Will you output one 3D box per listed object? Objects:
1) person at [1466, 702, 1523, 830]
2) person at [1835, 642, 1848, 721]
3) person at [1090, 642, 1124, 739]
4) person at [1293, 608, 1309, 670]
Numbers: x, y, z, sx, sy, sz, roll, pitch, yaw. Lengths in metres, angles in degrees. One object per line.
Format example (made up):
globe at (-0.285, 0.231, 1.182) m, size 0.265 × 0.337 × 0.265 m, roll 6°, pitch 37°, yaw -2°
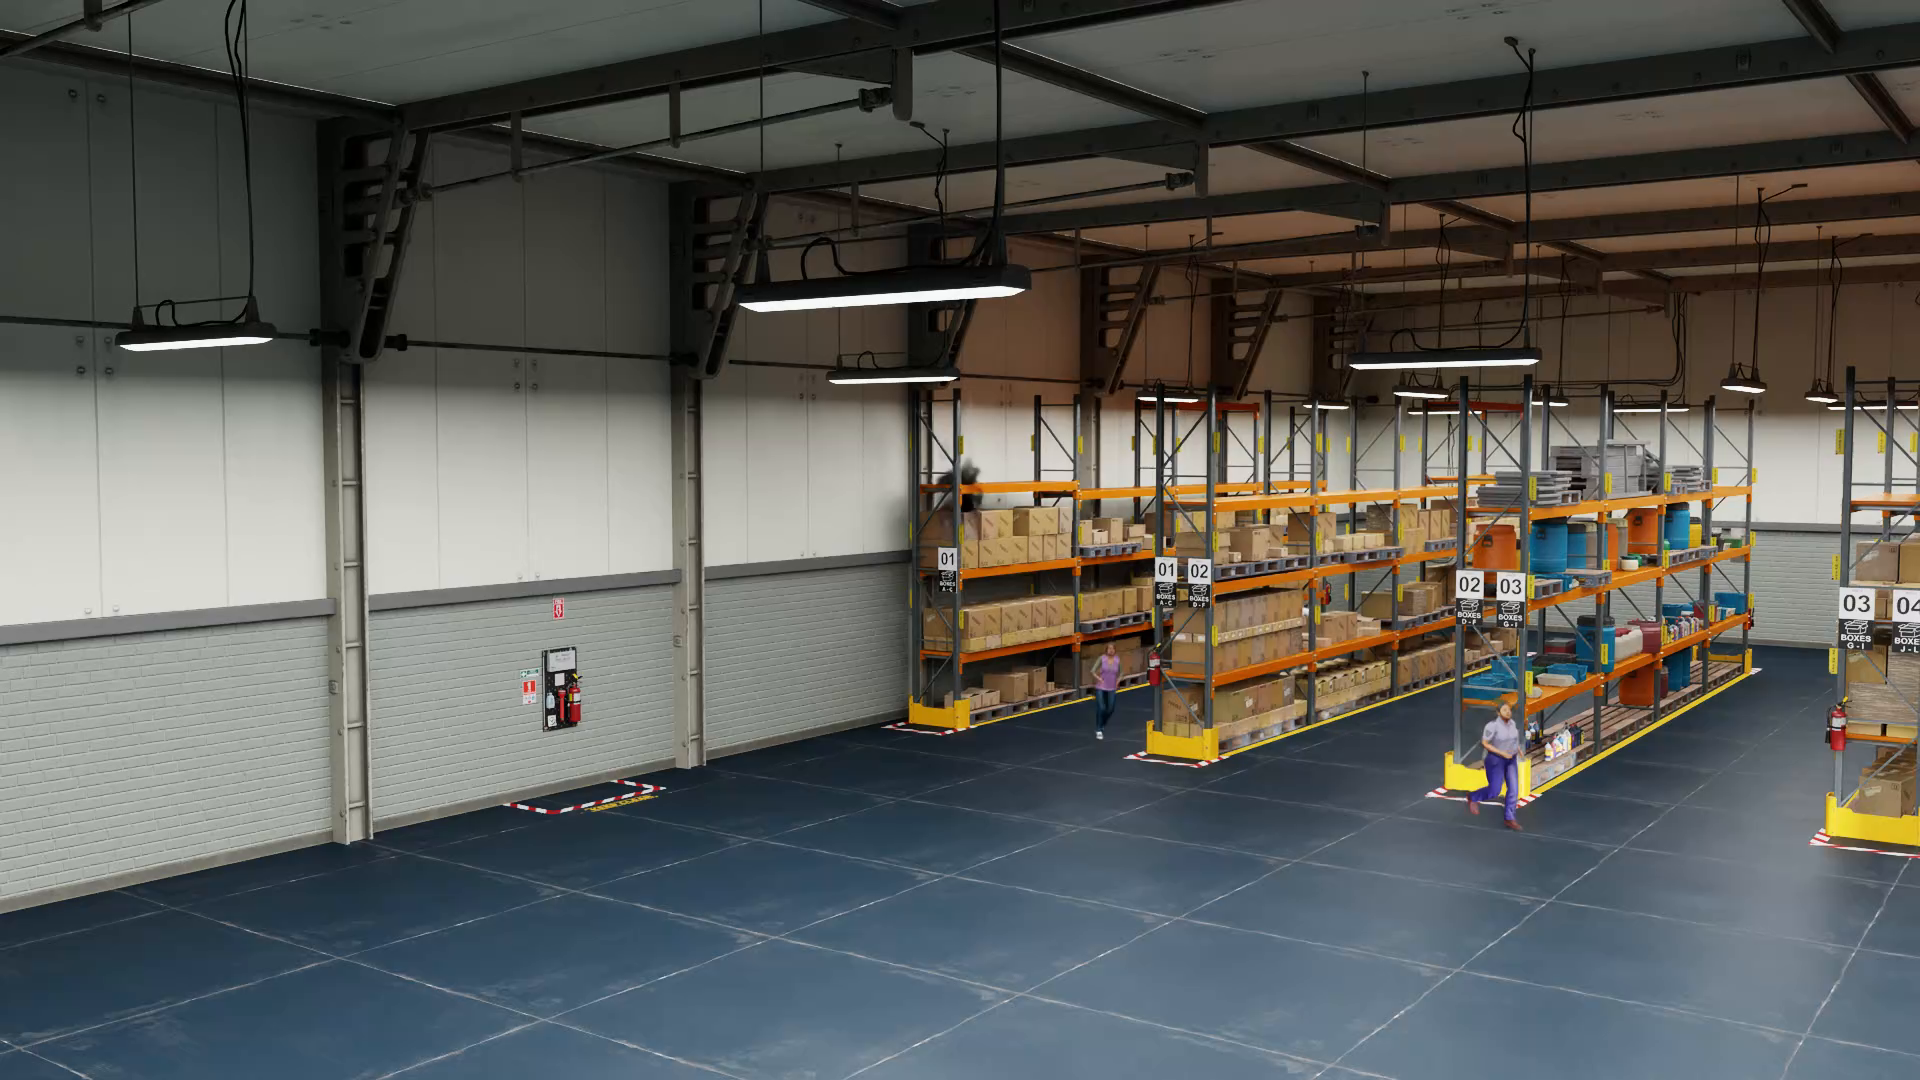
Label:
person at (7.128, 2.951, 21.971) m, size 0.615 × 1.647 × 0.828 m, roll -1°, pitch 4°, yaw -24°
person at (16.332, 2.393, 30.412) m, size 0.670 × 1.757 × 0.927 m, roll 2°, pitch 4°, yaw 35°
person at (2.381, 2.419, 26.783) m, size 0.562 × 1.554 × 0.542 m, roll 0°, pitch 3°, yaw -4°
person at (7.316, 2.065, 36.296) m, size 0.770 × 1.721 × 0.526 m, roll 1°, pitch 4°, yaw 25°
